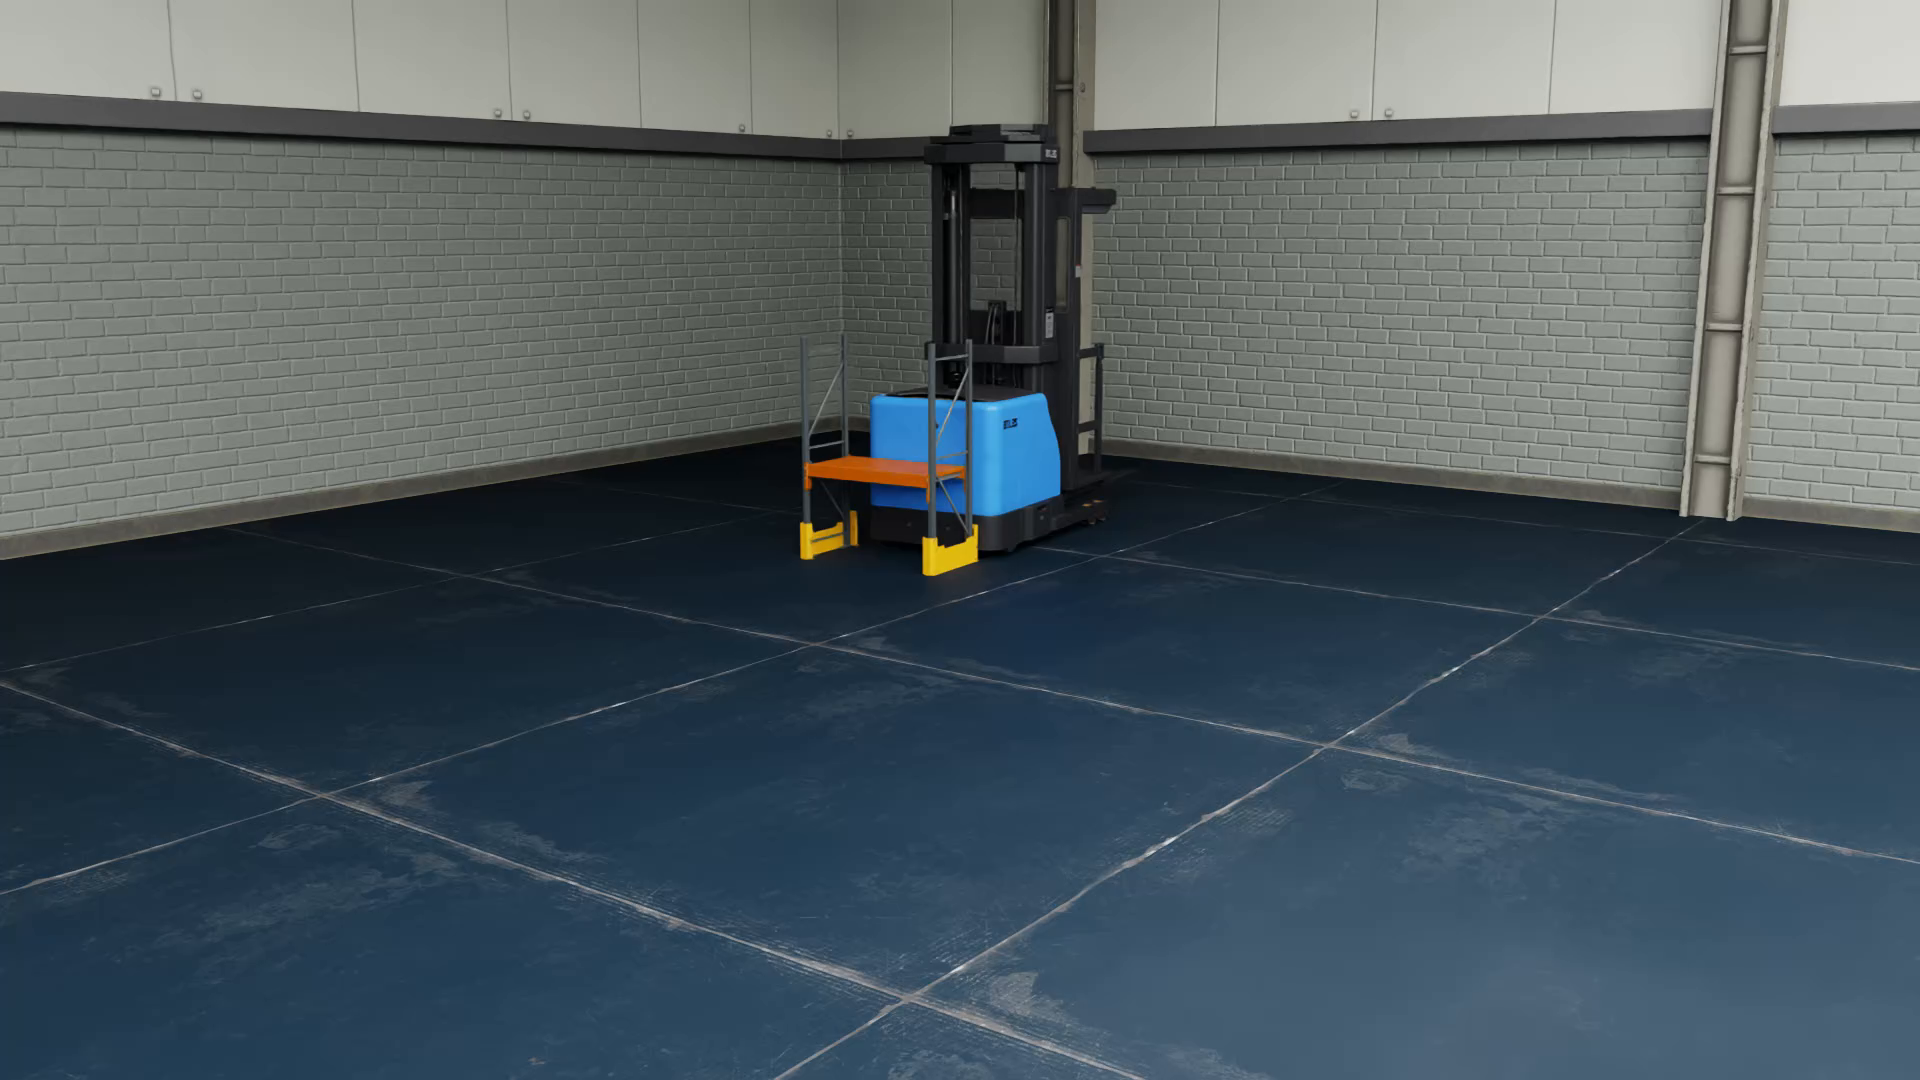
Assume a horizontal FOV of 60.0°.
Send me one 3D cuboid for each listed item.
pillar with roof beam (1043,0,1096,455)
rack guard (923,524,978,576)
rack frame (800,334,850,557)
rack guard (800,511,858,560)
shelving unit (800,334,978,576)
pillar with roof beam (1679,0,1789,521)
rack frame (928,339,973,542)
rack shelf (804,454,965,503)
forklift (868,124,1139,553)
[{"bbox_3d":[-1.510,-4.624,12.240,0.400,9.000,9.100,8,13,36],"label":"pillar with roof beam"},{"bbox_3d":[-0.061,0.064,11.040,0.087,0.250,0.587,7,13,31],"label":"rack guard"},{"bbox_3d":[-0.923,-0.651,11.448,0.032,1.500,0.500,7,13,31],"label":"rack frame"},{"bbox_3d":[-0.907,-0.036,11.557,0.087,0.250,0.587,7,13,31],"label":"rack guard"},{"bbox_3d":[-0.484,-0.599,11.180,1.083,1.500,0.587,7,13,31],"label":"shelving unit"},{"bbox_3d":[3.326,-3.950,8.753,0.400,9.000,9.100,8,13,36],"label":"pillar with roof beam"},{"bbox_3d":[-0.060,-0.549,10.921,0.032,1.500,0.500,7,13,31],"label":"rack frame"},{"bbox_3d":[-0.492,-0.424,11.219,1.000,0.185,0.538,7,13,31],"label":"rack shelf"},{"bbox_3d":[0.491,-1.586,12.510,1.130,2.935,3.031,6,12,27],"label":"forklift"}]
